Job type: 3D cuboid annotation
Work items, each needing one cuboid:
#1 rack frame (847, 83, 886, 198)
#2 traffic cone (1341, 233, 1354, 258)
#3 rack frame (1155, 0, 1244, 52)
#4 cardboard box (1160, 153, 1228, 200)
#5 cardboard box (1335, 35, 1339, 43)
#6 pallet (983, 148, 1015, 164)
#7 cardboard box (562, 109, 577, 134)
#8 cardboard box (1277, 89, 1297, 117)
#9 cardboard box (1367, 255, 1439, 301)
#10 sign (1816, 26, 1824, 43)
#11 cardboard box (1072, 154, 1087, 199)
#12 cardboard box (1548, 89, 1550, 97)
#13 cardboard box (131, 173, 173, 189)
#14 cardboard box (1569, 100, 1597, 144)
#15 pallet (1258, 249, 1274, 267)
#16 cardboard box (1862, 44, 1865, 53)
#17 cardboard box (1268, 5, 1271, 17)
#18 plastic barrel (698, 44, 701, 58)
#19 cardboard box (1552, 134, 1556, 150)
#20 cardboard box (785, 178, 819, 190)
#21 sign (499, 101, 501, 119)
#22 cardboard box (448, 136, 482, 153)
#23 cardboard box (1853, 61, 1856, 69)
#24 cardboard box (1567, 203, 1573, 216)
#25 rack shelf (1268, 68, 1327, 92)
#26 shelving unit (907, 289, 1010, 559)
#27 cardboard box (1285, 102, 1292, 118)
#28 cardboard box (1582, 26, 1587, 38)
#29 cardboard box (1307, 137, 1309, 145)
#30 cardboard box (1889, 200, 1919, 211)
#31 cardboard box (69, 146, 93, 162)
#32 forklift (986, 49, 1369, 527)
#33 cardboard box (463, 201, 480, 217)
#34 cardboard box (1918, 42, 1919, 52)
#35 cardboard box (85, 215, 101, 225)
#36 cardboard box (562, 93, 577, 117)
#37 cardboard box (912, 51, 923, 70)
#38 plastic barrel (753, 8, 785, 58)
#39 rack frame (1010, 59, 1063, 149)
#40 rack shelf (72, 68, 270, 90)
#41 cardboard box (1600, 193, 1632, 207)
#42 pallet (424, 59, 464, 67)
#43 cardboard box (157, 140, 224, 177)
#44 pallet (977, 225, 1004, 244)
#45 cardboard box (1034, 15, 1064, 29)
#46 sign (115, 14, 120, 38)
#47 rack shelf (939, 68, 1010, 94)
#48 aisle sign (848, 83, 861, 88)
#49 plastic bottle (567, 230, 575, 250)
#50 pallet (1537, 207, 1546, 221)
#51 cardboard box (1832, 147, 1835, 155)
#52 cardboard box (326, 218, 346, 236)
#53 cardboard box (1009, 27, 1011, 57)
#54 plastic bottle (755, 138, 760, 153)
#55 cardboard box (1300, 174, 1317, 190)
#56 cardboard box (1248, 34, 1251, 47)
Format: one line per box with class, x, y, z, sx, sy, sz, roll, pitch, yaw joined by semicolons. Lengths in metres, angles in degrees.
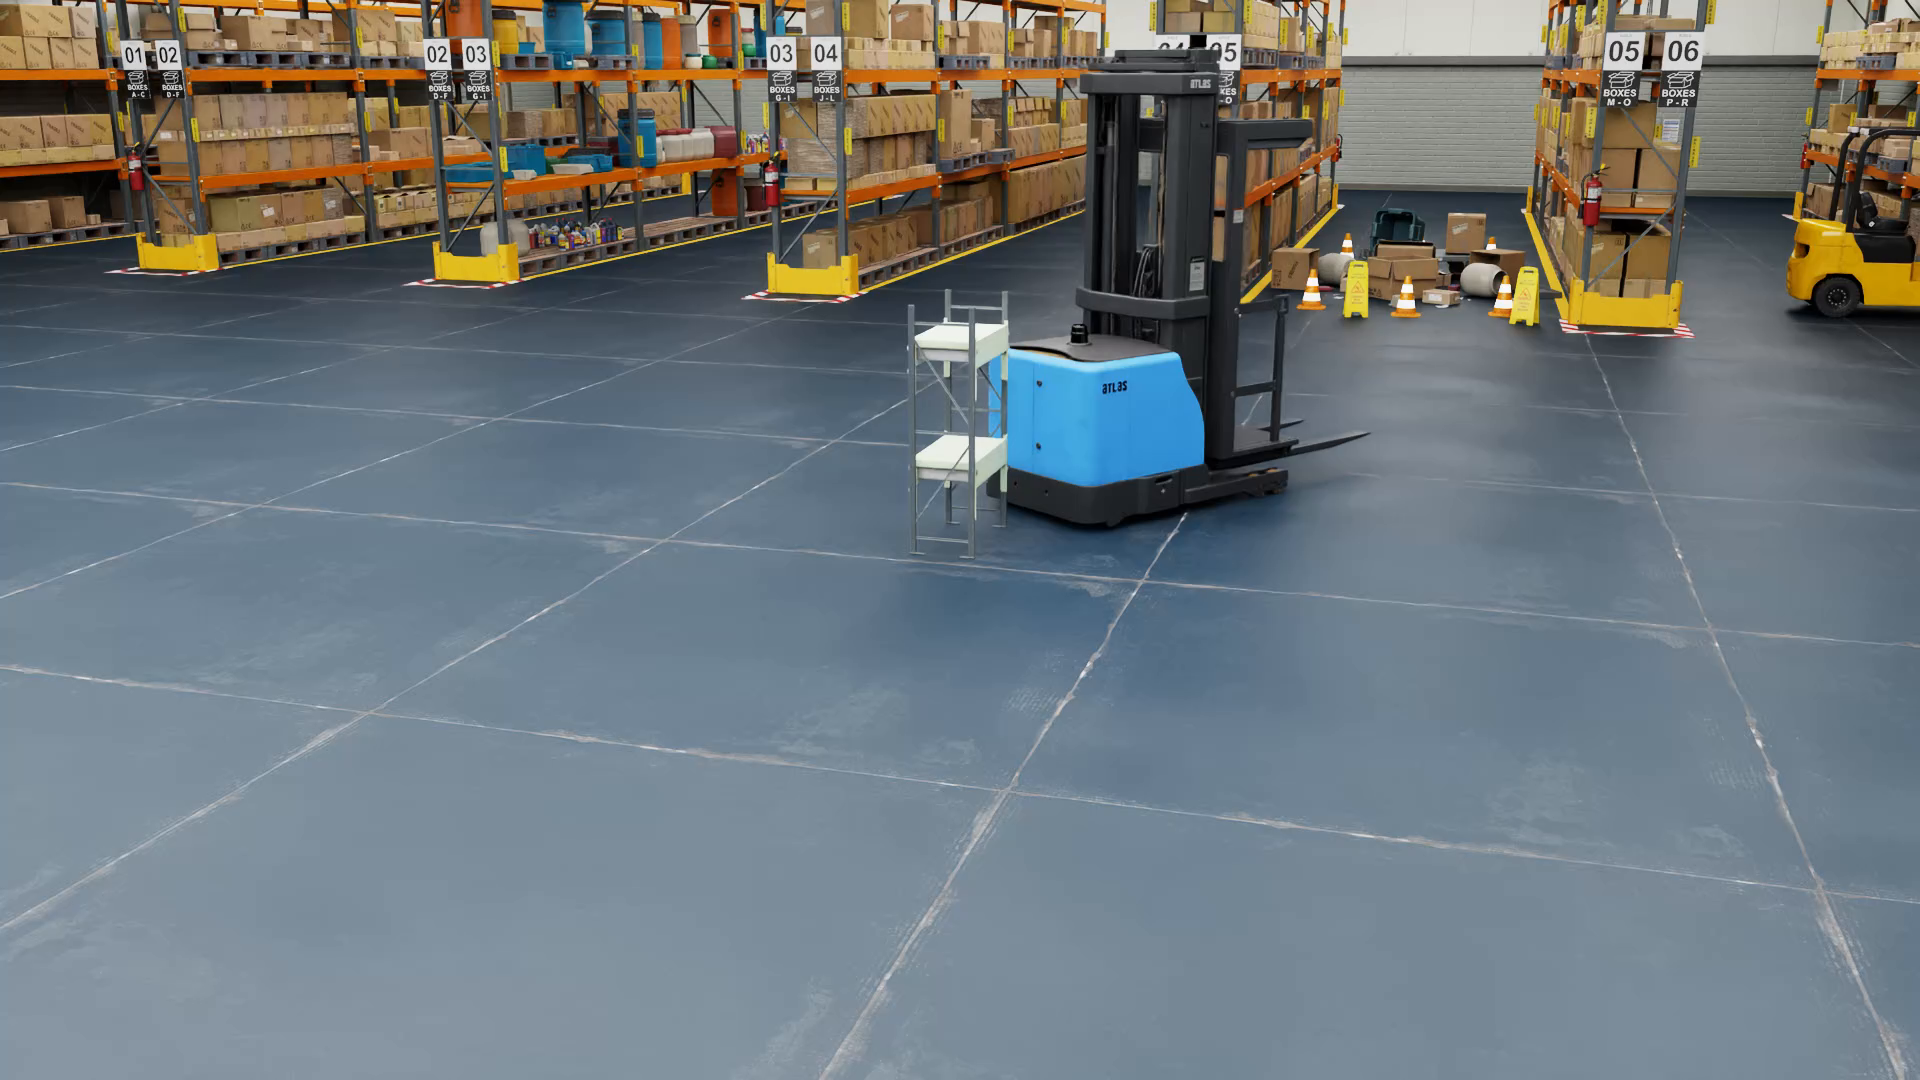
rack frame;-2.141;-9.237;37.398;1.000;3.000;0.127;5;16;16
traffic cone;5.753;-4.316;24.697;0.336;0.463;0.334;5;16;16
rack frame;2.787;-7.142;19.018;1.000;3.000;0.127;5;16;16
cardboard box;2.849;-4.429;20.171;0.875;0.550;0.550;5;16;16
cardboard box;7.314;-9.934;32.986;0.380;0.149;0.250;5;17;17
pallet;0.234;-6.473;28.005;1.213;0.211;1.003;5;16;16
cardboard box;-8.375;-8.719;34.620;0.700;0.500;0.500;-1;16;-3
cardboard box;6.072;-8.212;31.222;0.500;0.500;0.500;4;16;14
cardboard box;5.634;-3.353;21.230;0.797;0.503;0.637;-7;17;-23
sign;16.349;-9.606;31.601;0.100;0.325;0.005;5;16;16
cardboard box;2.244;-7.621;34.825;0.875;0.875;0.875;5;16;16
cardboard box;11.234;-8.379;31.170;0.380;0.149;0.250;5;16;16
cardboard box;-14.735;-6.545;30.308;0.500;0.250;0.500;4;16;15
cardboard box;7.695;-4.994;19.880;0.700;0.500;0.500;4;16;15
pallet;4.071;-4.169;24.639;1.003;0.211;1.213;5;16;16
cardboard box;15.266;-8.179;27.679;0.380;0.149;0.250;5;17;17
cardboard box;3.839;-6.873;21.612;0.380;0.149;0.250;5;16;16
plastic barrel;-4.797;-8.583;29.392;0.421;0.512;0.421;0;16;0
cardboard box;9.872;-6.441;26.898;0.500;0.250;0.500;4;16;14
cardboard box;-2.056;-4.637;21.640;0.380;0.149;0.250;5;16;16
sign;-8.630;-8.044;31.070;0.100;0.325;0.005;5;16;16
cardboard box;-9.308;-7.394;31.066;0.500;0.311;0.500;6;17;19
cardboard box;15.709;-8.227;28.799;0.380;0.149;0.250;5;17;18
cardboard box;8.179;-4.335;21.824;0.380;0.149;0.250;5;17;17
rack shelf;5.629;-7.969;28.749;1.077;0.370;4.000;5;16;16
shelving unit;-0.002;-0.720;10.119;0.431;1.500;0.755;5;16;16
cardboard box;4.924;-6.761;26.654;0.700;0.500;0.500;5;16;16
cardboard box;8.296;-6.594;21.581;0.380;0.149;0.250;4;16;15
cardboard box;5.983;-7.085;29.504;0.380;0.149;0.250;4;16;13
cardboard box;14.541;-5.142;25.582;0.380;0.149;0.250;4;16;13
cardboard box;-15.043;-6.526;28.079;0.500;0.250;0.500;5;17;16
forklift;1.639;-1.799;11.302;3.031;2.935;1.130;-12;20;-37
cardboard box;-9.221;-6.117;30.666;0.500;0.250;0.500;4;16;15
cardboard box;14.657;-7.415;25.021;0.380;0.149;0.250;5;17;17
cardboard box;-15.173;-5.572;28.863;0.380;0.166;0.250;2;16;9
cardboard box;-8.131;-9.257;35.454;0.500;0.500;0.500;5;17;16
cardboard box;-0.840;-6.809;23.616;0.500;0.250;0.500;5;17;17
plastic barrel;-3.616;-9.618;31.558;0.600;0.901;0.708;5;16;16
rack frame;1.471;-7.806;32.355;1.000;3.000;0.127;5;16;16
rack shelf;-14.482;-8.486;30.572;1.077;0.370;4.000;5;16;16
cardboard box;7.463;-3.892;19.014;0.380;0.149;0.250;5;17;18
pallet;-9.270;-8.697;30.343;1.213;0.211;1.003;5;17;18
cardboard box;-11.291;-5.605;24.411;0.700;0.500;0.500;5;16;16
pallet;0.111;-5.214;28.325;1.003;0.211;1.213;5;16;16
cardboard box;1.744;-10.154;32.624;0.500;0.250;0.500;4;16;12
sign;-11.952;-7.313;23.640;0.100;0.325;0.005;5;16;16
rack shelf;-0.234;-7.334;26.509;1.077;0.370;4.000;5;16;16
aisle sign;-2.406;-10.529;37.191;0.394;0.787;0.004;5;16;16
plastic bottle;-5.792;-4.464;24.742;0.061;0.283;0.133;5;17;17
pallet;11.608;-6.209;31.835;1.003;0.211;1.213;5;16;16
cardboard box;16.036;-7.038;30.107;0.380;0.149;0.250;5;16;16
cardboard box;-10.373;-5.093;27.059;0.500;0.250;0.500;5;16;16
cardboard box;0.438;-8.620;28.767;0.797;0.503;0.637;6;17;19
plastic bottle;-3.768;-7.329;30.884;0.061;0.283;0.133;5;16;16
cardboard box;6.228;-6.541;30.331;0.500;0.250;0.500;4;16;14
cardboard box;3.264;-5.960;19.855;0.380;0.149;0.250;5;17;16
